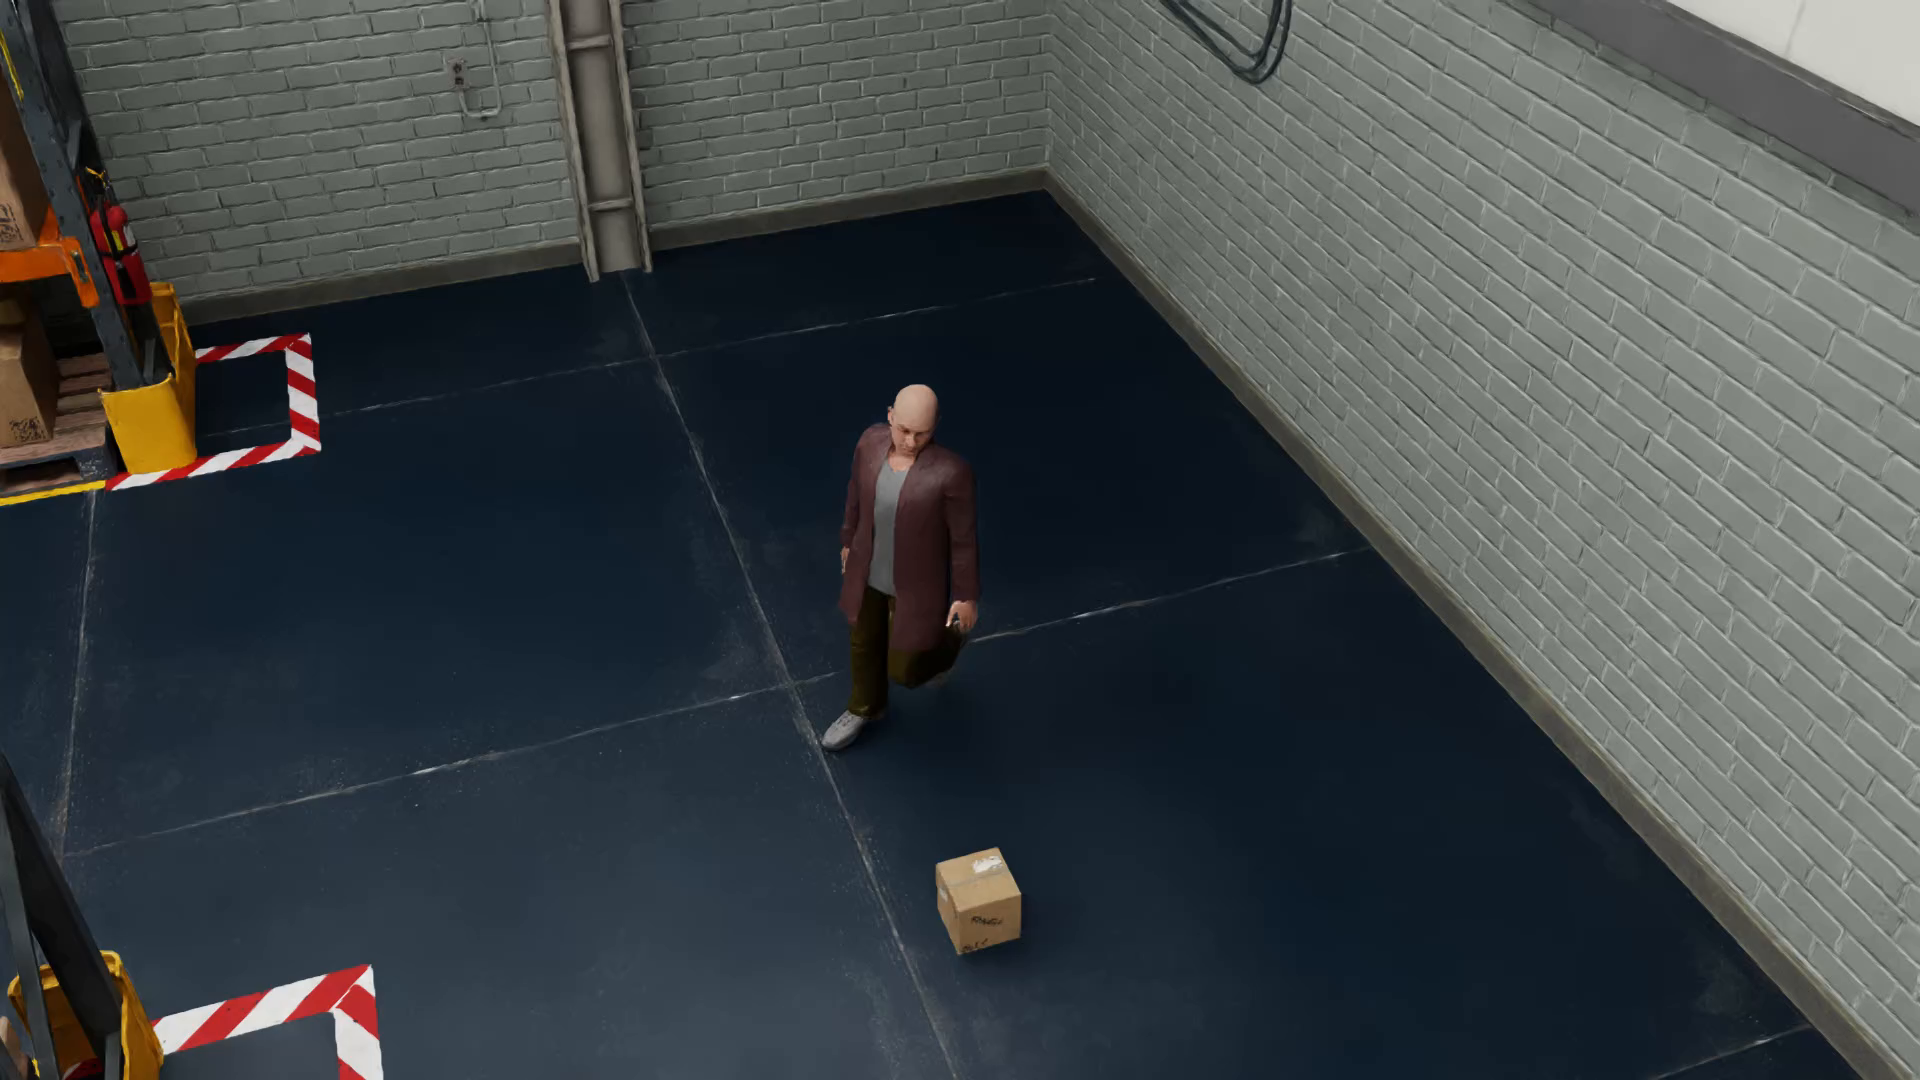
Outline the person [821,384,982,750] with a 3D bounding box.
[{"bbox_3d":[-0.204,0.112,6.640,0.685,1.755,0.657,22,42,26],"label":"person"}]
